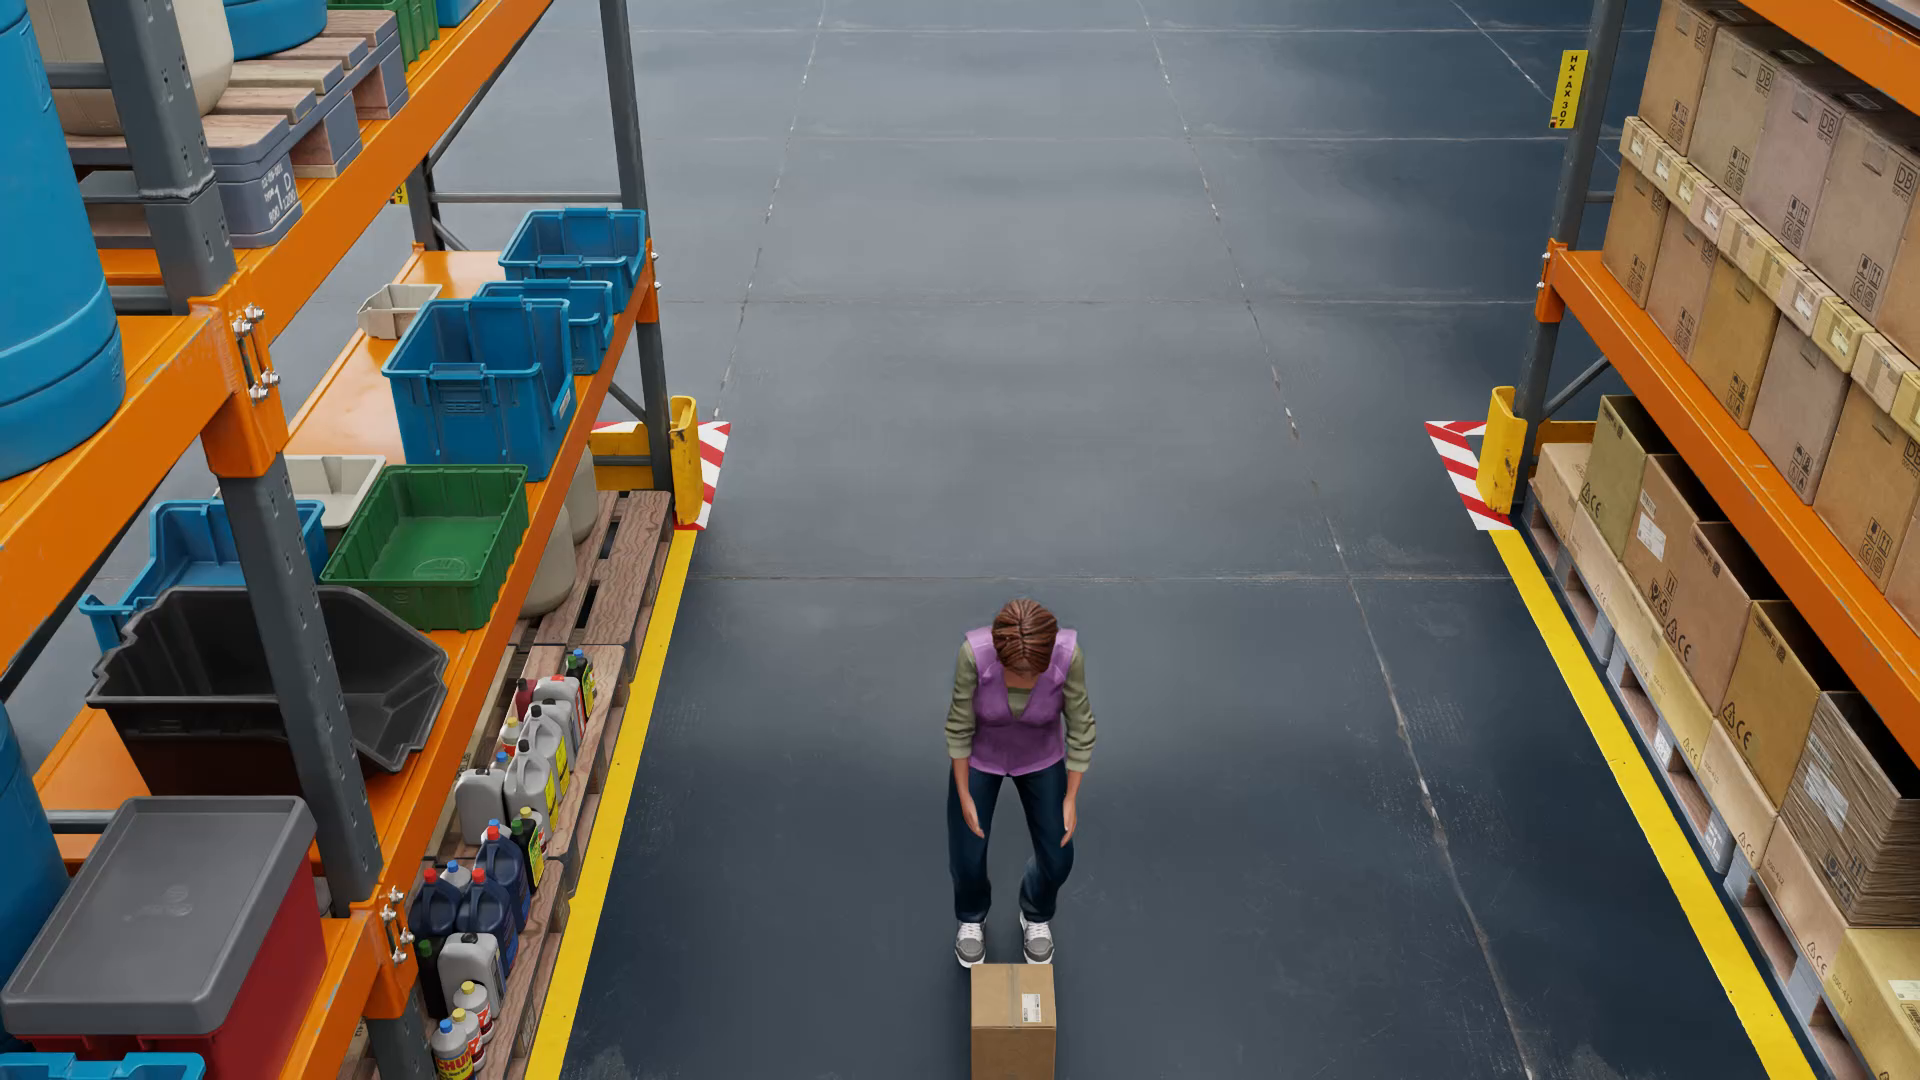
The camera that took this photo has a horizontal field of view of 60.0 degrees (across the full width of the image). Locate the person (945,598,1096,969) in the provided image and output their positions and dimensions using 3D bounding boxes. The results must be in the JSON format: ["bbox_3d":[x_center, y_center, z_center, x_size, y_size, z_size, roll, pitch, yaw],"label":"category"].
[{"bbox_3d":[0.181,0.731,5.124,0.451,1.449,0.518,0,32,1],"label":"person"}]
